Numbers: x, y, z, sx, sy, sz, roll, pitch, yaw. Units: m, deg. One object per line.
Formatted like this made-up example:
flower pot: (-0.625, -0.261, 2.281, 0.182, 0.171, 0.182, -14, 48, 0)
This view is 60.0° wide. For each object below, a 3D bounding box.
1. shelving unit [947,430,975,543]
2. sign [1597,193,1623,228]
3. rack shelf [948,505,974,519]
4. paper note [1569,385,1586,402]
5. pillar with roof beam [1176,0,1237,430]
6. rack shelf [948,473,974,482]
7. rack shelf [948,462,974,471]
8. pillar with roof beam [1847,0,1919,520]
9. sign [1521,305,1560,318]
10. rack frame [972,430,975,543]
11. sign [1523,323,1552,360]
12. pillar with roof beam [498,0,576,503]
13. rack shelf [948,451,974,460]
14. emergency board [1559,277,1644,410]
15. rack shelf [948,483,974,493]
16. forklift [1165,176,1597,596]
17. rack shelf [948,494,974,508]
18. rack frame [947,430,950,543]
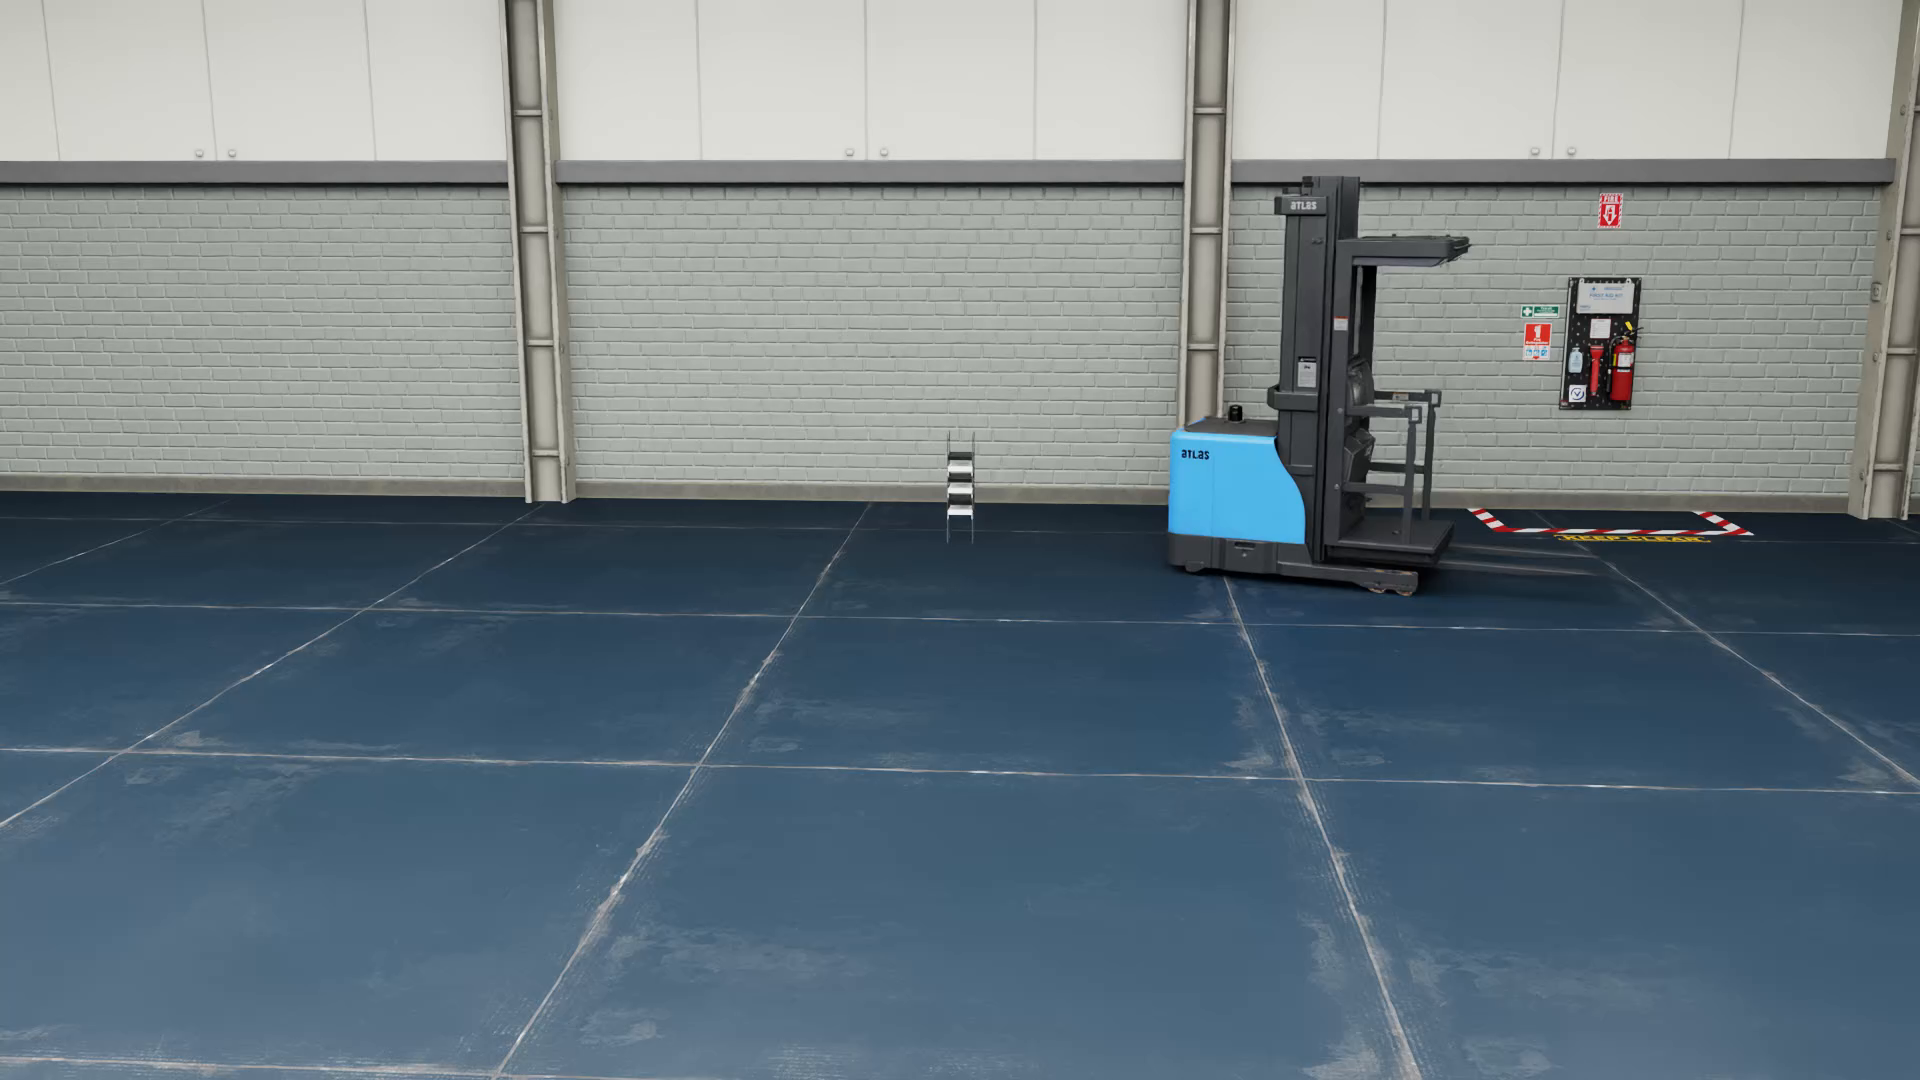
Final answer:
shelving unit: (0.008, -0.440, 13.675, 0.210, 0.900, 0.258, 1, 12, 4)
sign: (5.684, -2.877, 14.534, 0.199, 0.298, 0.001, 1, 12, 4)
rack shelf: (0.008, -0.232, 13.719, 0.200, 0.077, 0.258, 1, 12, 4)
paper note: (5.513, -1.307, 14.843, 0.142, 0.148, 0.016, 1, 12, 4)
pillar with roof beam: (1.874, -3.819, 10.049, 0.400, 9.000, 9.100, 1, 12, 4)
rack shelf: (0.008, -0.496, 13.664, 0.200, 0.077, 0.258, 1, 12, 4)
rack shelf: (0.008, -0.584, 13.645, 0.200, 0.077, 0.258, 1, 12, 4)
pillar with roof beam: (7.860, -3.737, 9.656, 0.400, 9.000, 9.100, 1, 12, 4)
sign: (5.144, -2.026, 14.744, 0.331, 0.109, 0.001, 1, 12, 4)
rack frame: (0.110, -0.439, 13.669, 0.006, 0.900, 0.240, 1, 12, 4)
sign: (5.140, -1.768, 14.807, 0.234, 0.329, 0.001, 1, 12, 4)
pillar with roof beam: (-4.113, -3.901, 10.441, 0.400, 9.000, 9.100, 1, 12, 4)
rack shelf: (0.008, -0.672, 13.627, 0.200, 0.077, 0.258, 1, 12, 4)
emergency board: (5.685, -1.722, 14.674, 0.643, 1.169, 0.194, 1, 12, 4)
rack shelf: (0.008, -0.408, 13.682, 0.200, 0.077, 0.258, 1, 12, 4)
forklift: (3.124, -1.161, 12.162, 3.031, 2.935, 1.130, 5, 13, 23)
rack shelf: (0.008, -0.320, 13.701, 0.200, 0.077, 0.258, 1, 12, 4)
rack frame: (-0.093, -0.442, 13.682, 0.006, 0.900, 0.240, 1, 12, 4)
